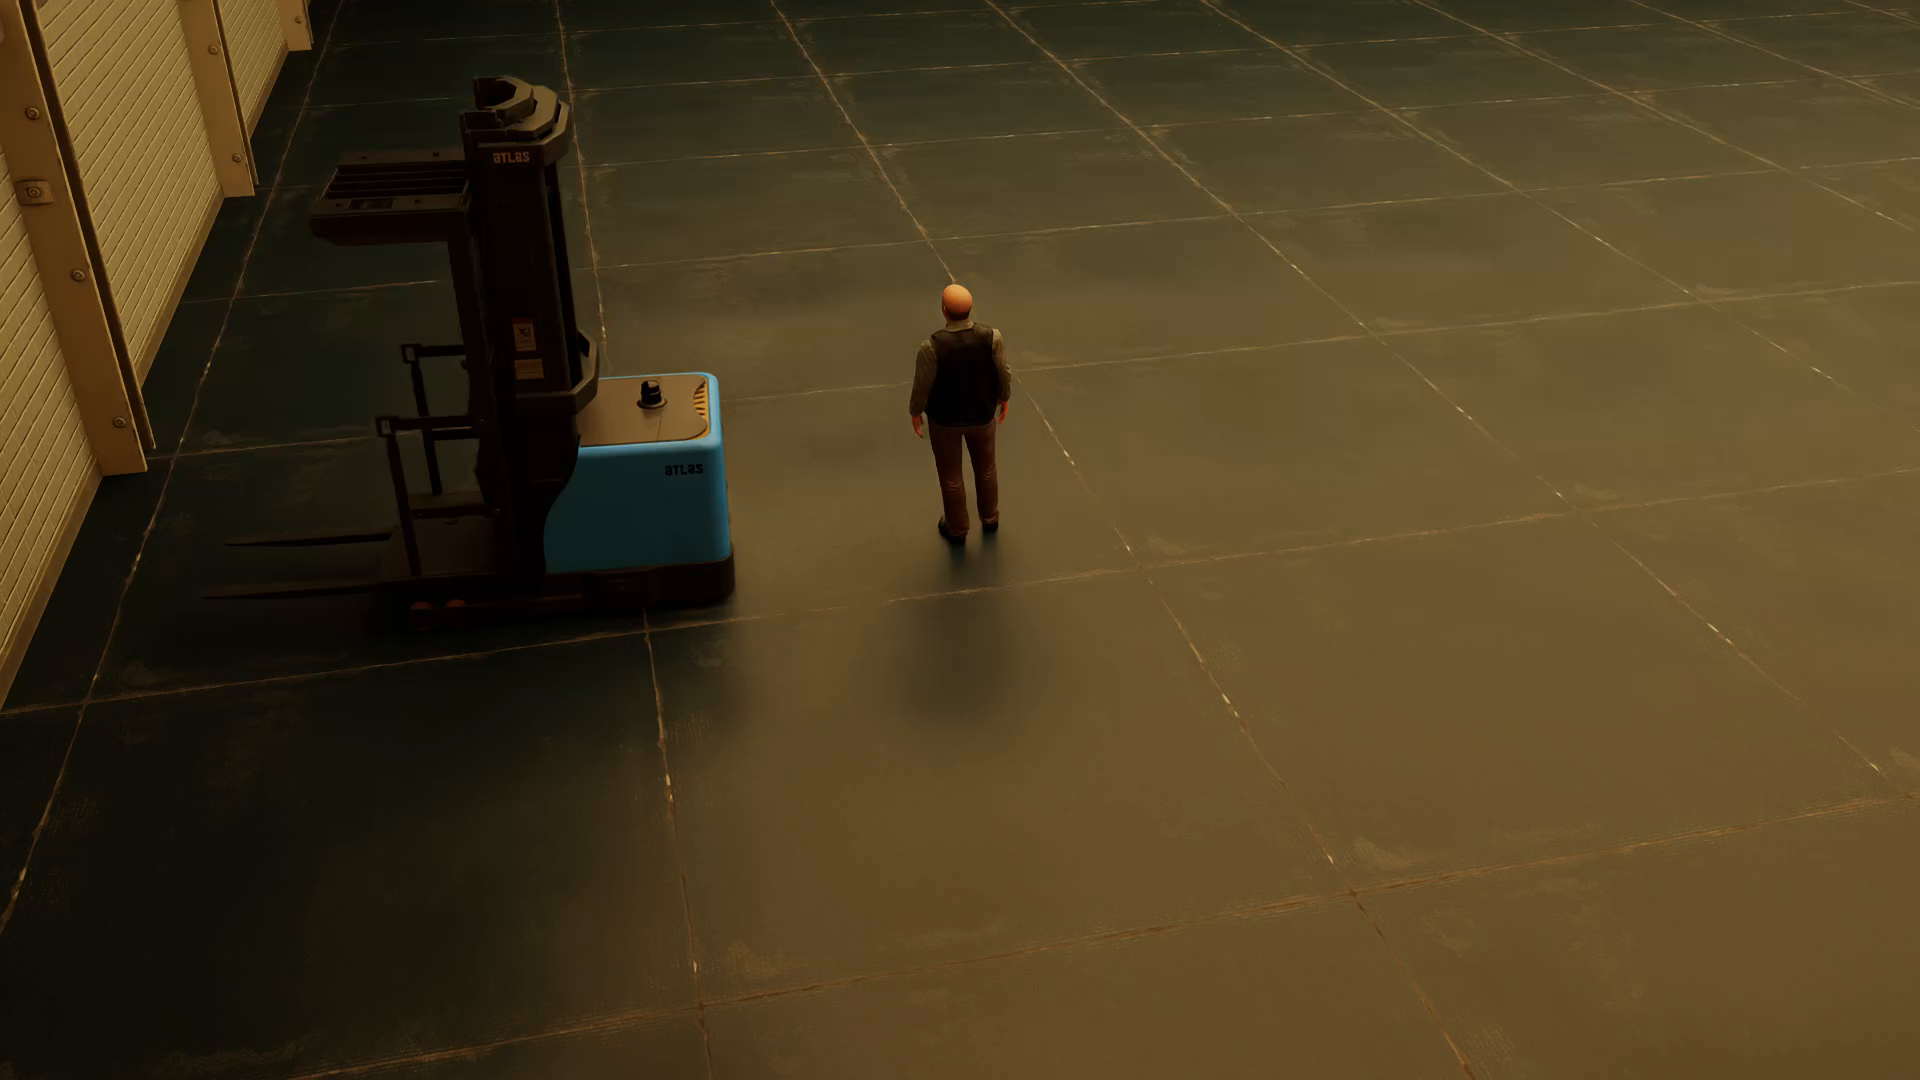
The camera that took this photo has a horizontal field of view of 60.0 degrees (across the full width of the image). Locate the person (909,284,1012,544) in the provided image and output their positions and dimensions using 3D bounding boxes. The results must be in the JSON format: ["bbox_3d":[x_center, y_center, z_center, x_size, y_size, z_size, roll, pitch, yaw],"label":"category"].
[{"bbox_3d":[-0.007,-0.783,10.119,0.633,1.721,0.568,-7,31,-12],"label":"person"}]

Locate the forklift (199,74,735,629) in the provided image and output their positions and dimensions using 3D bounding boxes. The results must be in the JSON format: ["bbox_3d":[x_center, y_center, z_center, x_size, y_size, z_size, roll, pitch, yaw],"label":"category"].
[{"bbox_3d":[-2.896,-1.028,9.350,3.031,2.935,1.130,-4,30,-7],"label":"forklift"}]
